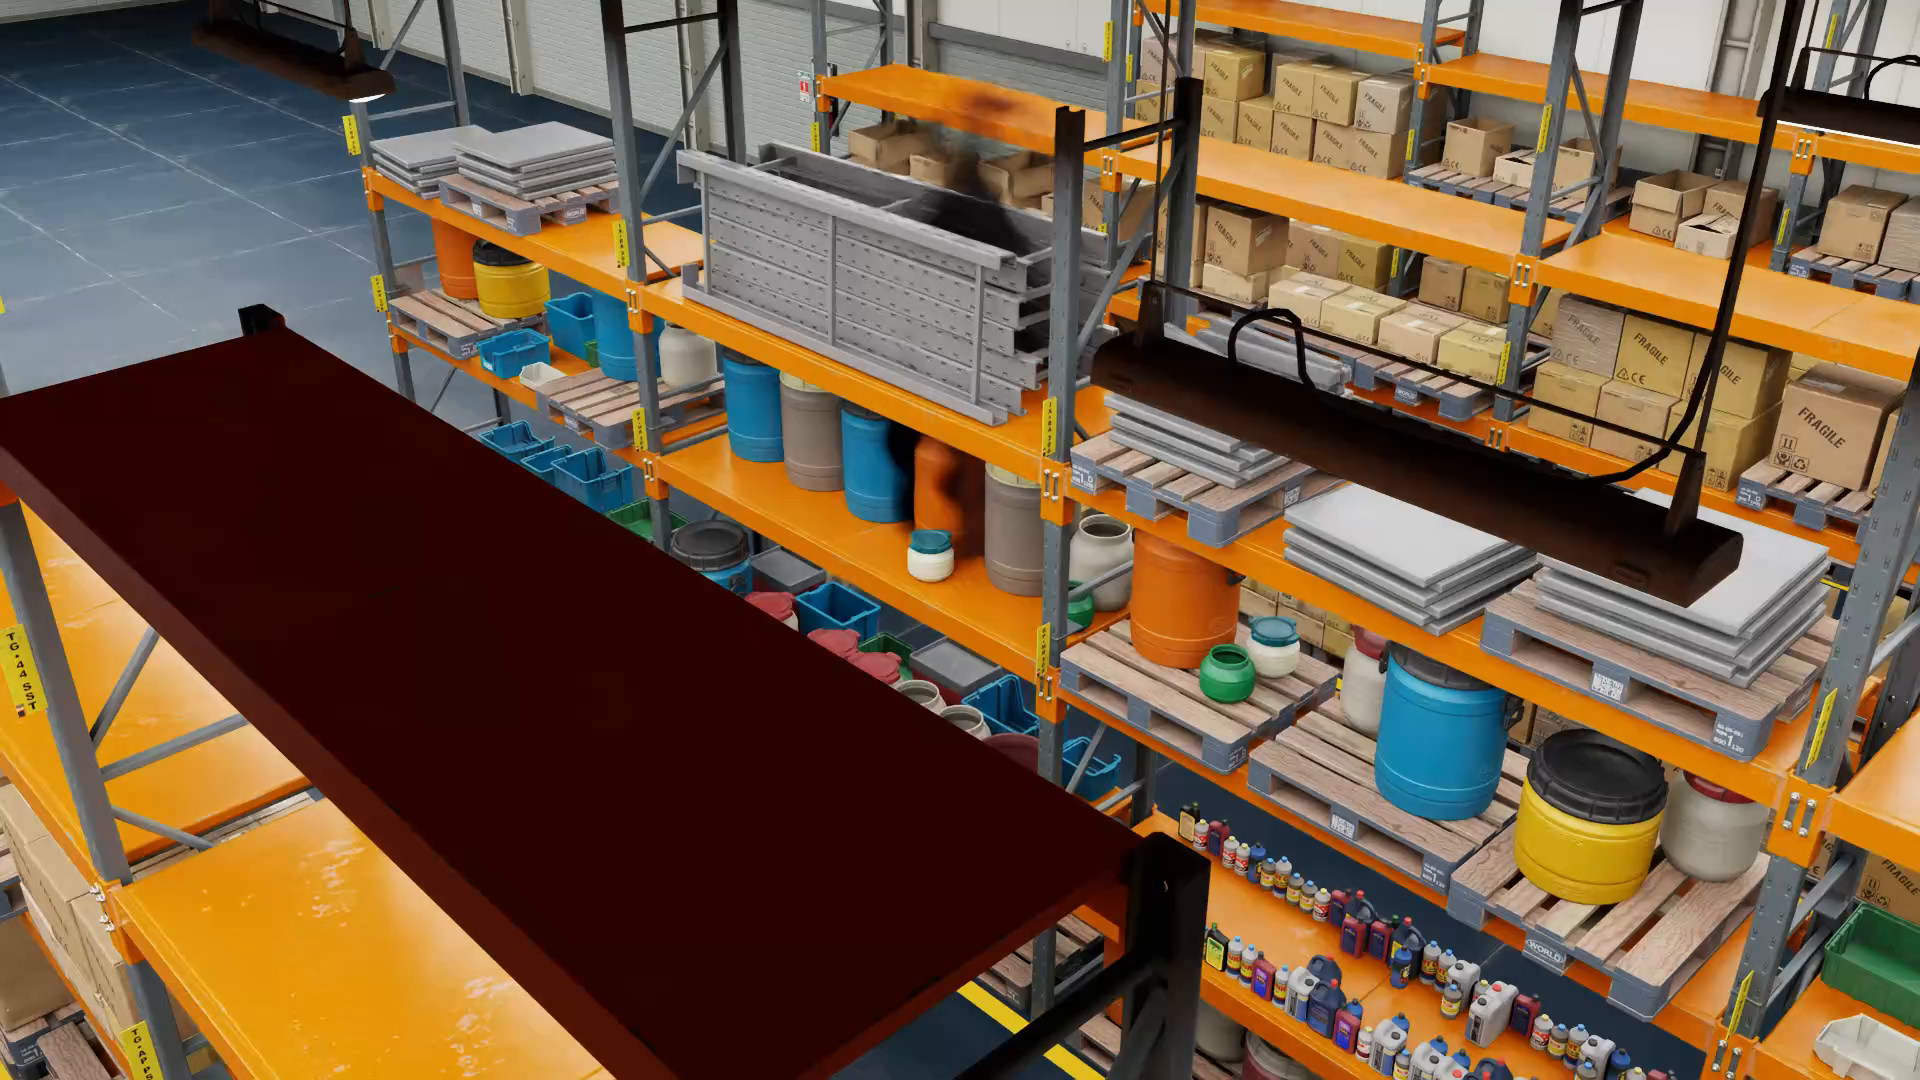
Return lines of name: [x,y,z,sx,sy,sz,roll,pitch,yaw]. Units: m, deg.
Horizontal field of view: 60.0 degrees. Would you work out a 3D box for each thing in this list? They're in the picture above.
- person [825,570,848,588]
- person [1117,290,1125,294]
person: [-1.199,0.255,14.593,0.689,1.756,0.854,-22,35,-35]
person: [1.907,-2.025,18.907,0.815,1.688,0.628,18,33,30]
